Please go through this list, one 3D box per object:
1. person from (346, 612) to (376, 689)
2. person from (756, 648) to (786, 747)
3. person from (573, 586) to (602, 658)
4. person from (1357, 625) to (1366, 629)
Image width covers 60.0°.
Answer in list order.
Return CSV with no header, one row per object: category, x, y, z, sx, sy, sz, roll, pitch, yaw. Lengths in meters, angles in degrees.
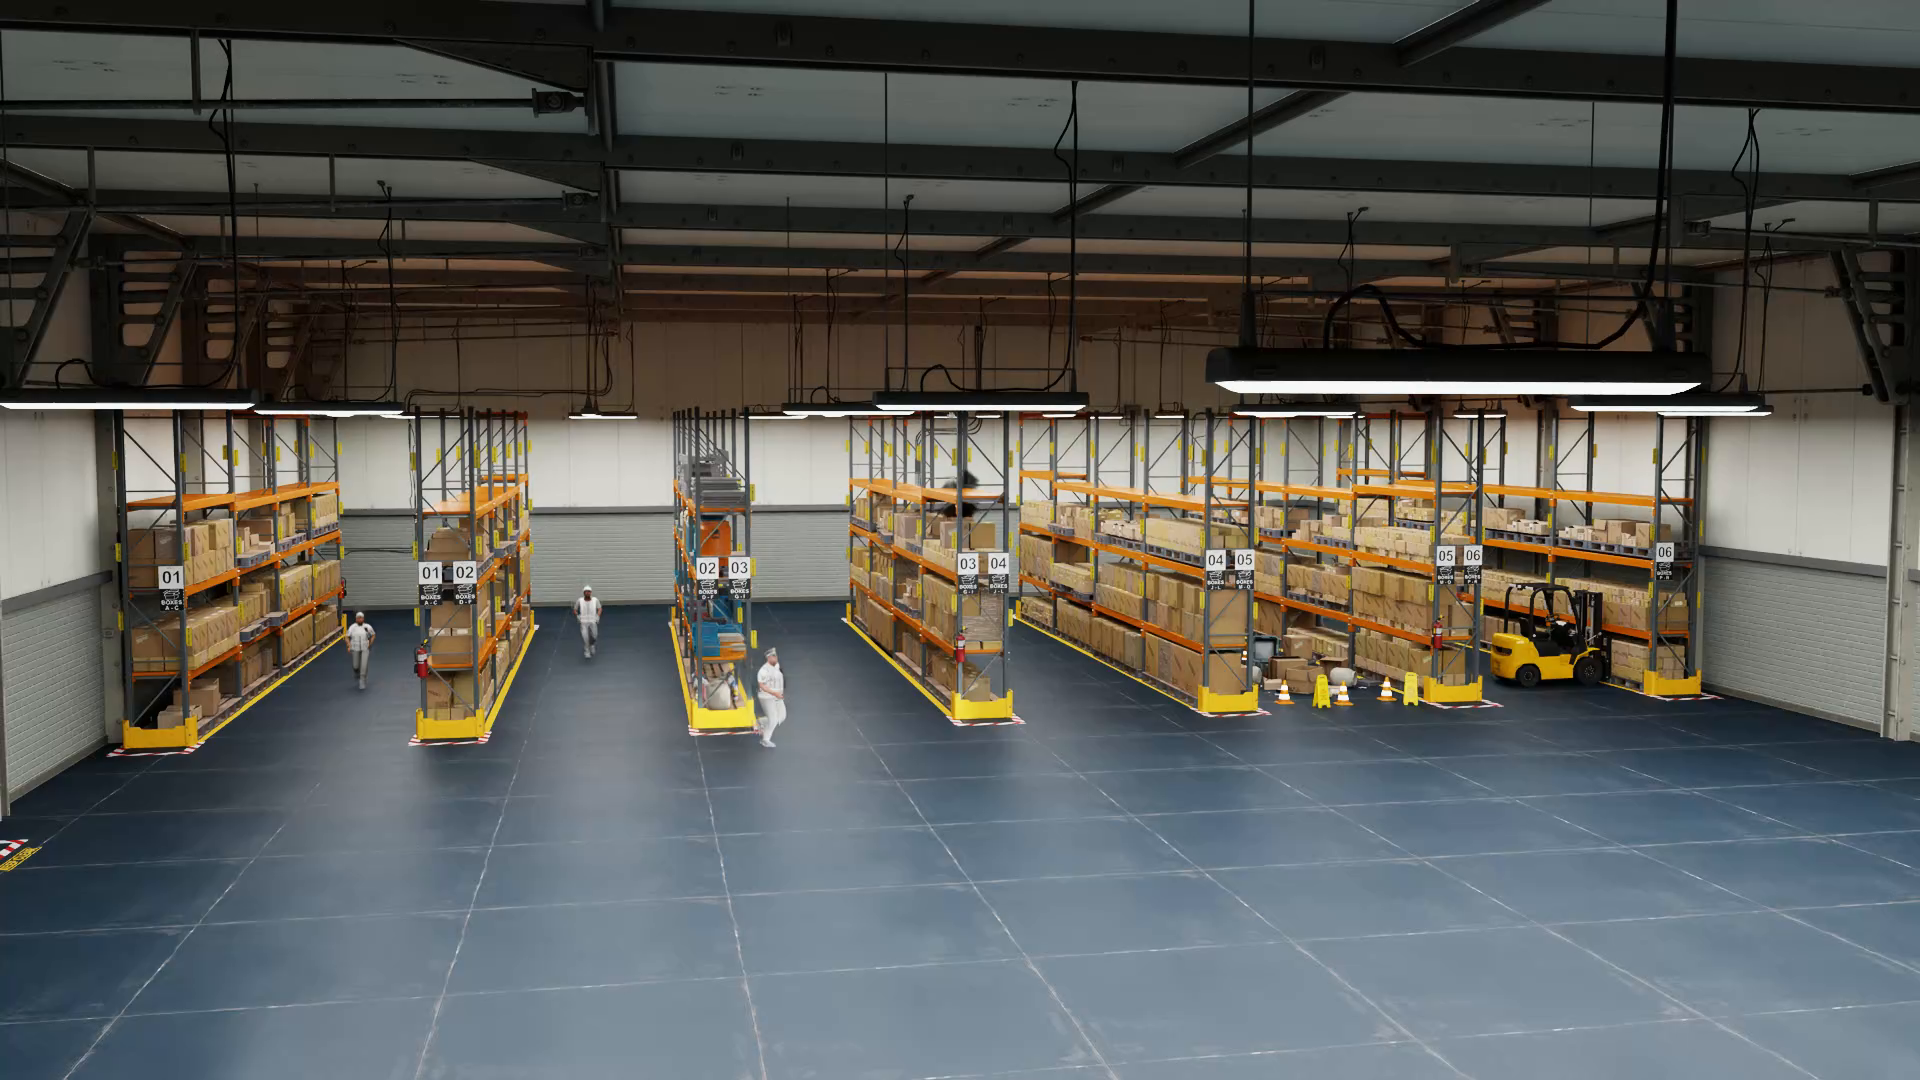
person,-12.941,2.372,35.931,0.614,1.631,0.575,-1,4,-17
person,-3.348,2.771,29.435,0.676,1.754,0.687,2,5,27
person,-9.015,1.992,40.291,0.678,1.732,0.620,-1,4,-16
person,10.521,1.786,43.117,0.651,1.746,0.681,-1,4,-15
